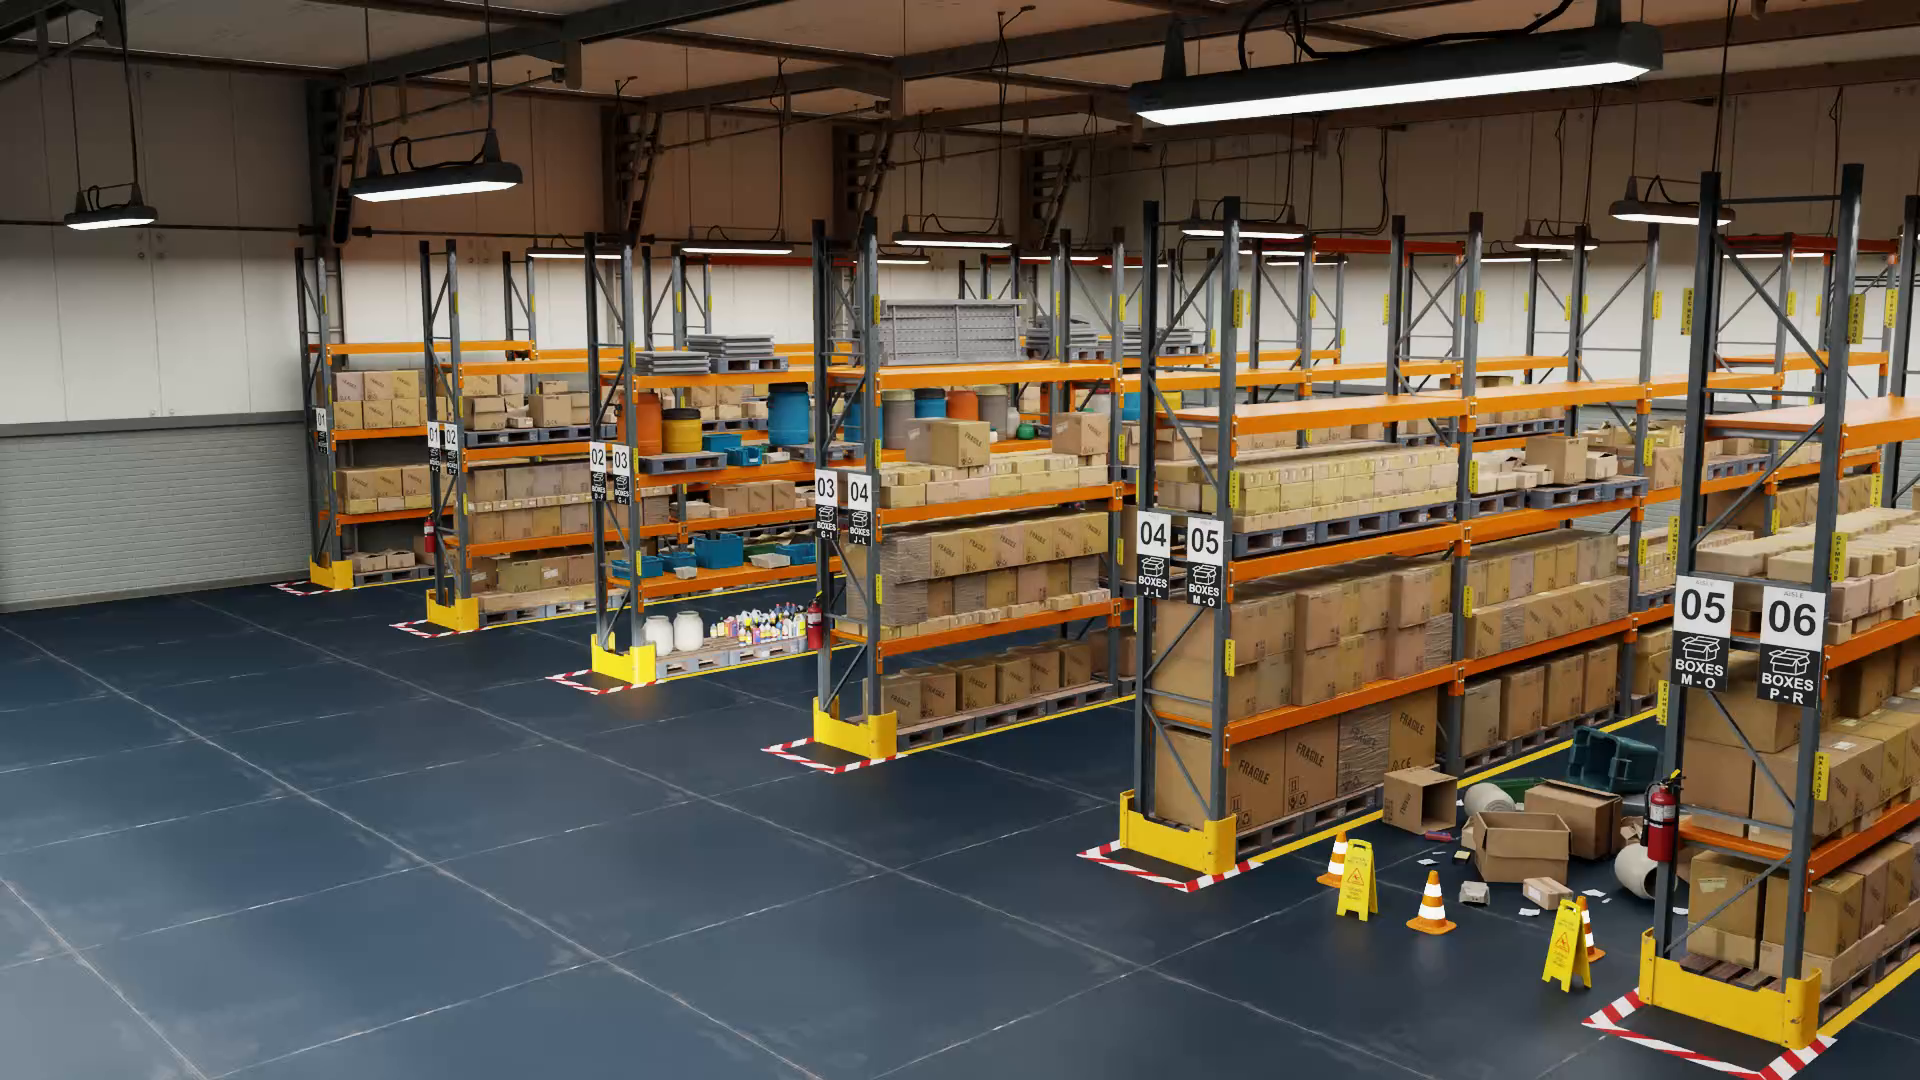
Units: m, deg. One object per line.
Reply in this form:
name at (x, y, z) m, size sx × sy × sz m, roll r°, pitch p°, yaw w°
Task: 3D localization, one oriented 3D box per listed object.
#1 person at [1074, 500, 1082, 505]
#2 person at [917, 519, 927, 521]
person at (2.465, -0.527, 32.817) m, size 0.548 × 1.584 × 0.668 m, roll 7°, pitch 11°, yaw 40°
person at (-0.592, -0.203, 28.856) m, size 0.694 × 1.723 × 0.574 m, roll 7°, pitch 11°, yaw 41°
